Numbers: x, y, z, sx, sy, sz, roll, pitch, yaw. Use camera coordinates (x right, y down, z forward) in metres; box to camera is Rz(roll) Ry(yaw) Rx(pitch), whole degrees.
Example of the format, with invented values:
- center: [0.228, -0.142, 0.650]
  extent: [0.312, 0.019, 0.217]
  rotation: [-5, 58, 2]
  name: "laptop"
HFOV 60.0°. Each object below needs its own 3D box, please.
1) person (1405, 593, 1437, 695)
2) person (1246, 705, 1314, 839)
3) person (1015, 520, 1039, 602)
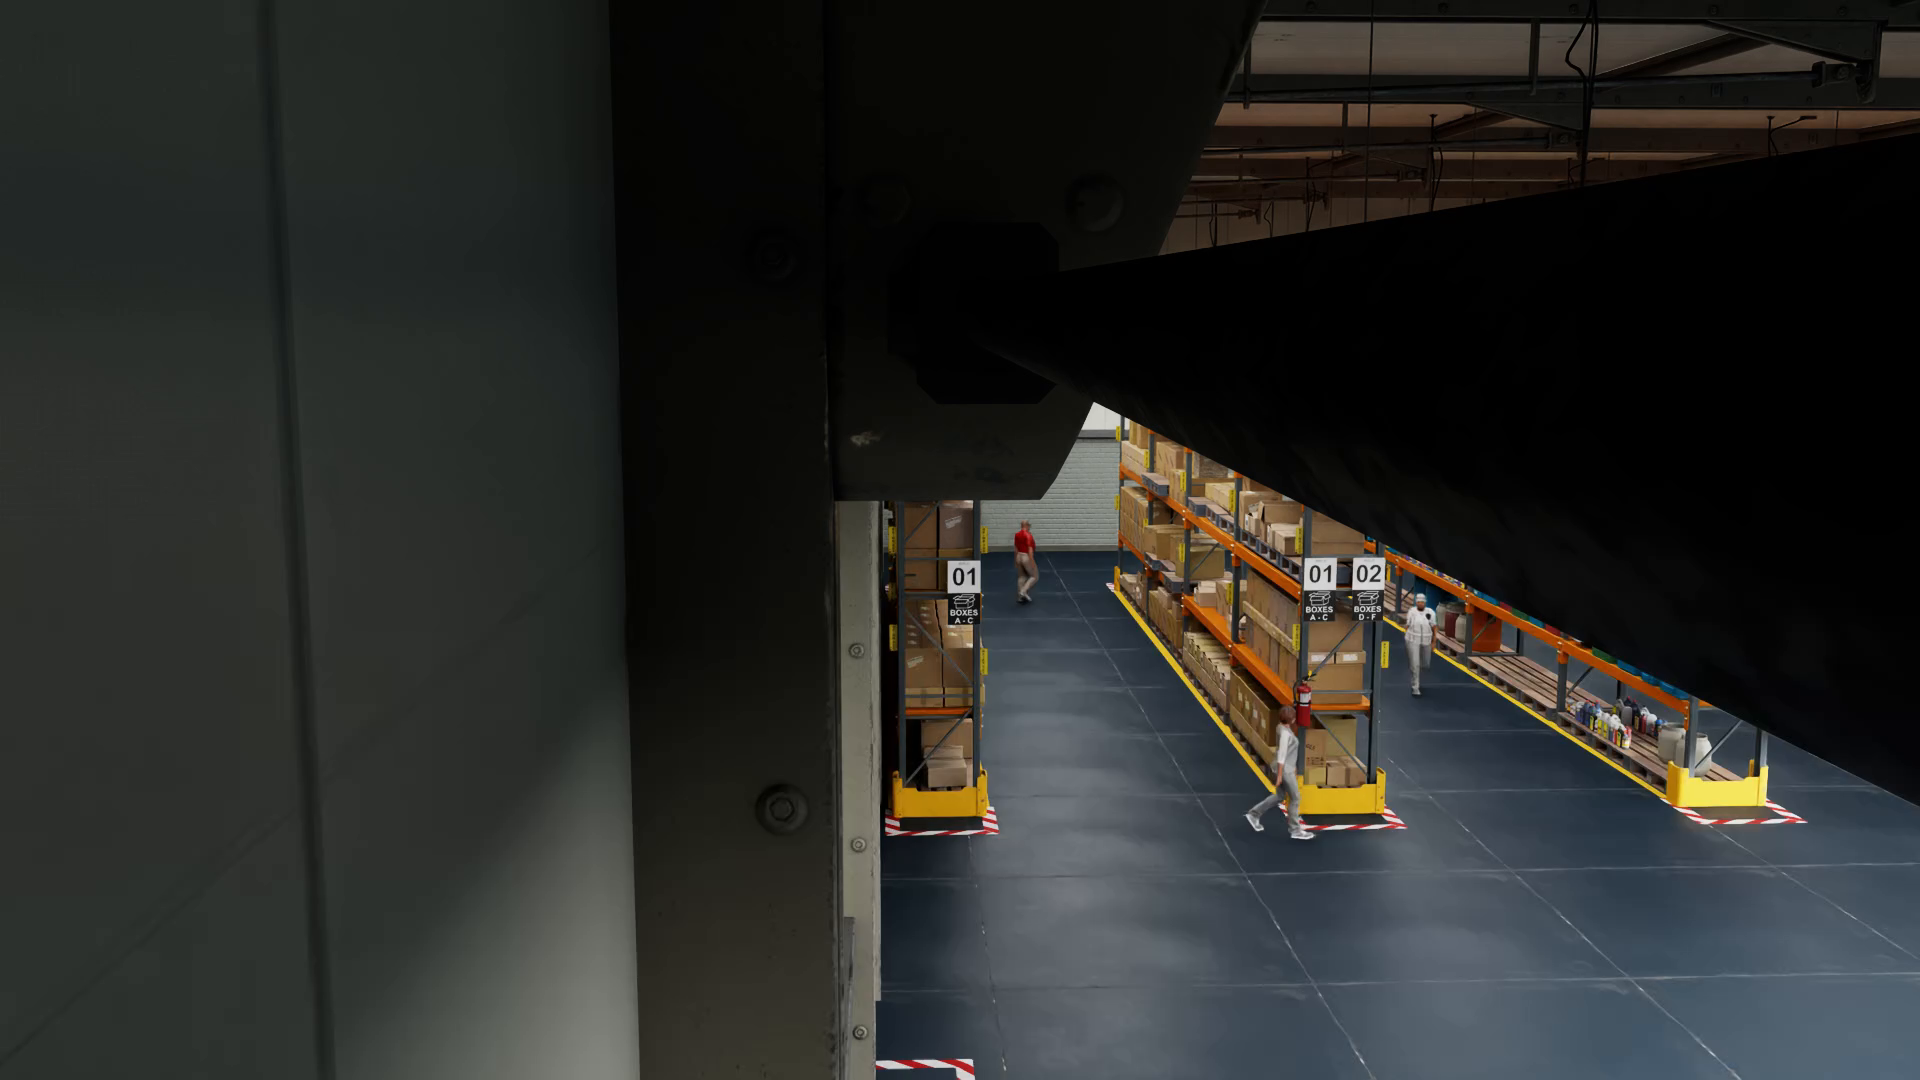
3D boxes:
- center: [7.448, 1.640, 27.000]
  extent: [0.496, 1.618, 0.857]
  rotation: [-1, 8, -4]
  name: "person"
- center: [3.799, 2.737, 19.691]
  extent: [0.751, 1.553, 0.445]
  rotation: [0, 8, -1]
  name: "person"
- center: [1.341, 0.445, 35.000]
  extent: [0.492, 1.726, 0.576]
  rotation: [-7, 10, -38]
  name: "person"
